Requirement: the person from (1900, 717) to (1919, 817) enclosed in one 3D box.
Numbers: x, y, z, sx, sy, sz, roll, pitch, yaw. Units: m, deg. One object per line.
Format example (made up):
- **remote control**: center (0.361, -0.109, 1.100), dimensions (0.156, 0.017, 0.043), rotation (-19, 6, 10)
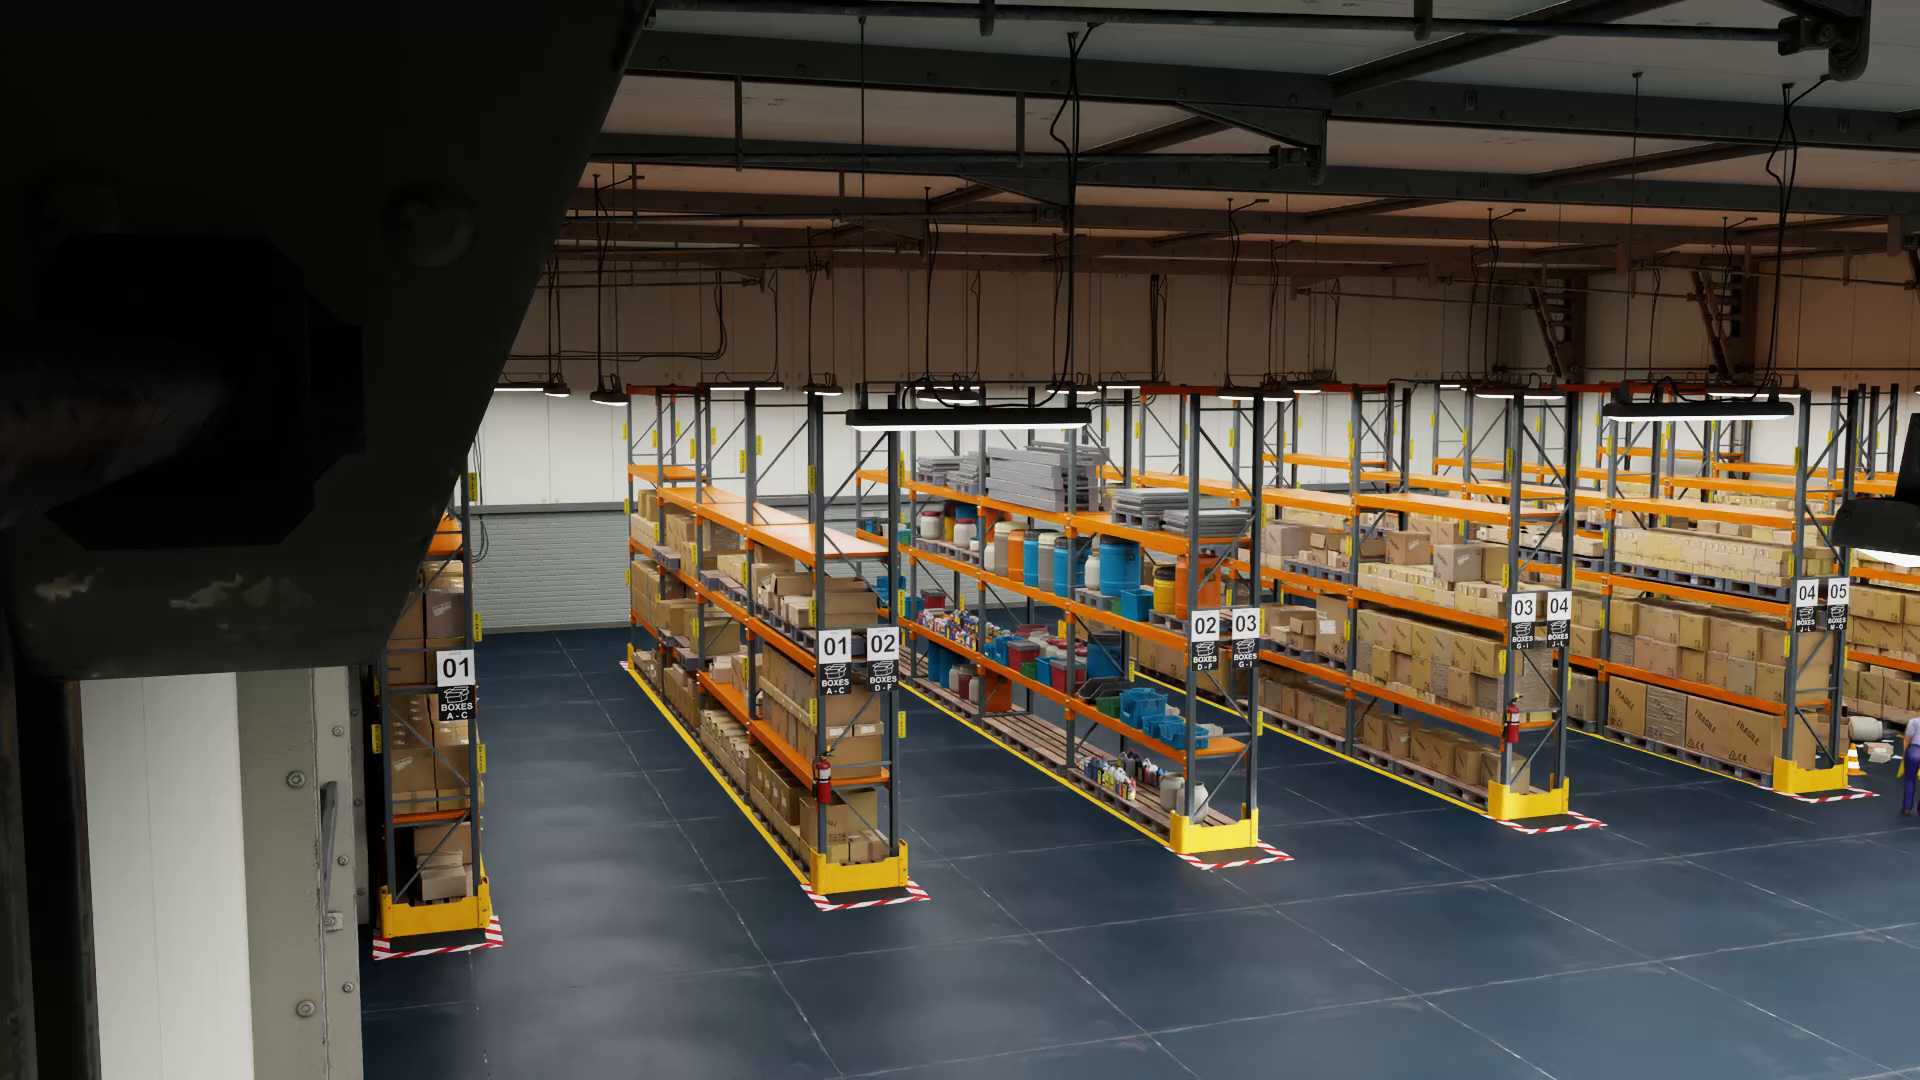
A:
- **person**: center (13.602, 3.088, 23.485), dimensions (0.483, 1.661, 0.421), rotation (3, 7, 30)
